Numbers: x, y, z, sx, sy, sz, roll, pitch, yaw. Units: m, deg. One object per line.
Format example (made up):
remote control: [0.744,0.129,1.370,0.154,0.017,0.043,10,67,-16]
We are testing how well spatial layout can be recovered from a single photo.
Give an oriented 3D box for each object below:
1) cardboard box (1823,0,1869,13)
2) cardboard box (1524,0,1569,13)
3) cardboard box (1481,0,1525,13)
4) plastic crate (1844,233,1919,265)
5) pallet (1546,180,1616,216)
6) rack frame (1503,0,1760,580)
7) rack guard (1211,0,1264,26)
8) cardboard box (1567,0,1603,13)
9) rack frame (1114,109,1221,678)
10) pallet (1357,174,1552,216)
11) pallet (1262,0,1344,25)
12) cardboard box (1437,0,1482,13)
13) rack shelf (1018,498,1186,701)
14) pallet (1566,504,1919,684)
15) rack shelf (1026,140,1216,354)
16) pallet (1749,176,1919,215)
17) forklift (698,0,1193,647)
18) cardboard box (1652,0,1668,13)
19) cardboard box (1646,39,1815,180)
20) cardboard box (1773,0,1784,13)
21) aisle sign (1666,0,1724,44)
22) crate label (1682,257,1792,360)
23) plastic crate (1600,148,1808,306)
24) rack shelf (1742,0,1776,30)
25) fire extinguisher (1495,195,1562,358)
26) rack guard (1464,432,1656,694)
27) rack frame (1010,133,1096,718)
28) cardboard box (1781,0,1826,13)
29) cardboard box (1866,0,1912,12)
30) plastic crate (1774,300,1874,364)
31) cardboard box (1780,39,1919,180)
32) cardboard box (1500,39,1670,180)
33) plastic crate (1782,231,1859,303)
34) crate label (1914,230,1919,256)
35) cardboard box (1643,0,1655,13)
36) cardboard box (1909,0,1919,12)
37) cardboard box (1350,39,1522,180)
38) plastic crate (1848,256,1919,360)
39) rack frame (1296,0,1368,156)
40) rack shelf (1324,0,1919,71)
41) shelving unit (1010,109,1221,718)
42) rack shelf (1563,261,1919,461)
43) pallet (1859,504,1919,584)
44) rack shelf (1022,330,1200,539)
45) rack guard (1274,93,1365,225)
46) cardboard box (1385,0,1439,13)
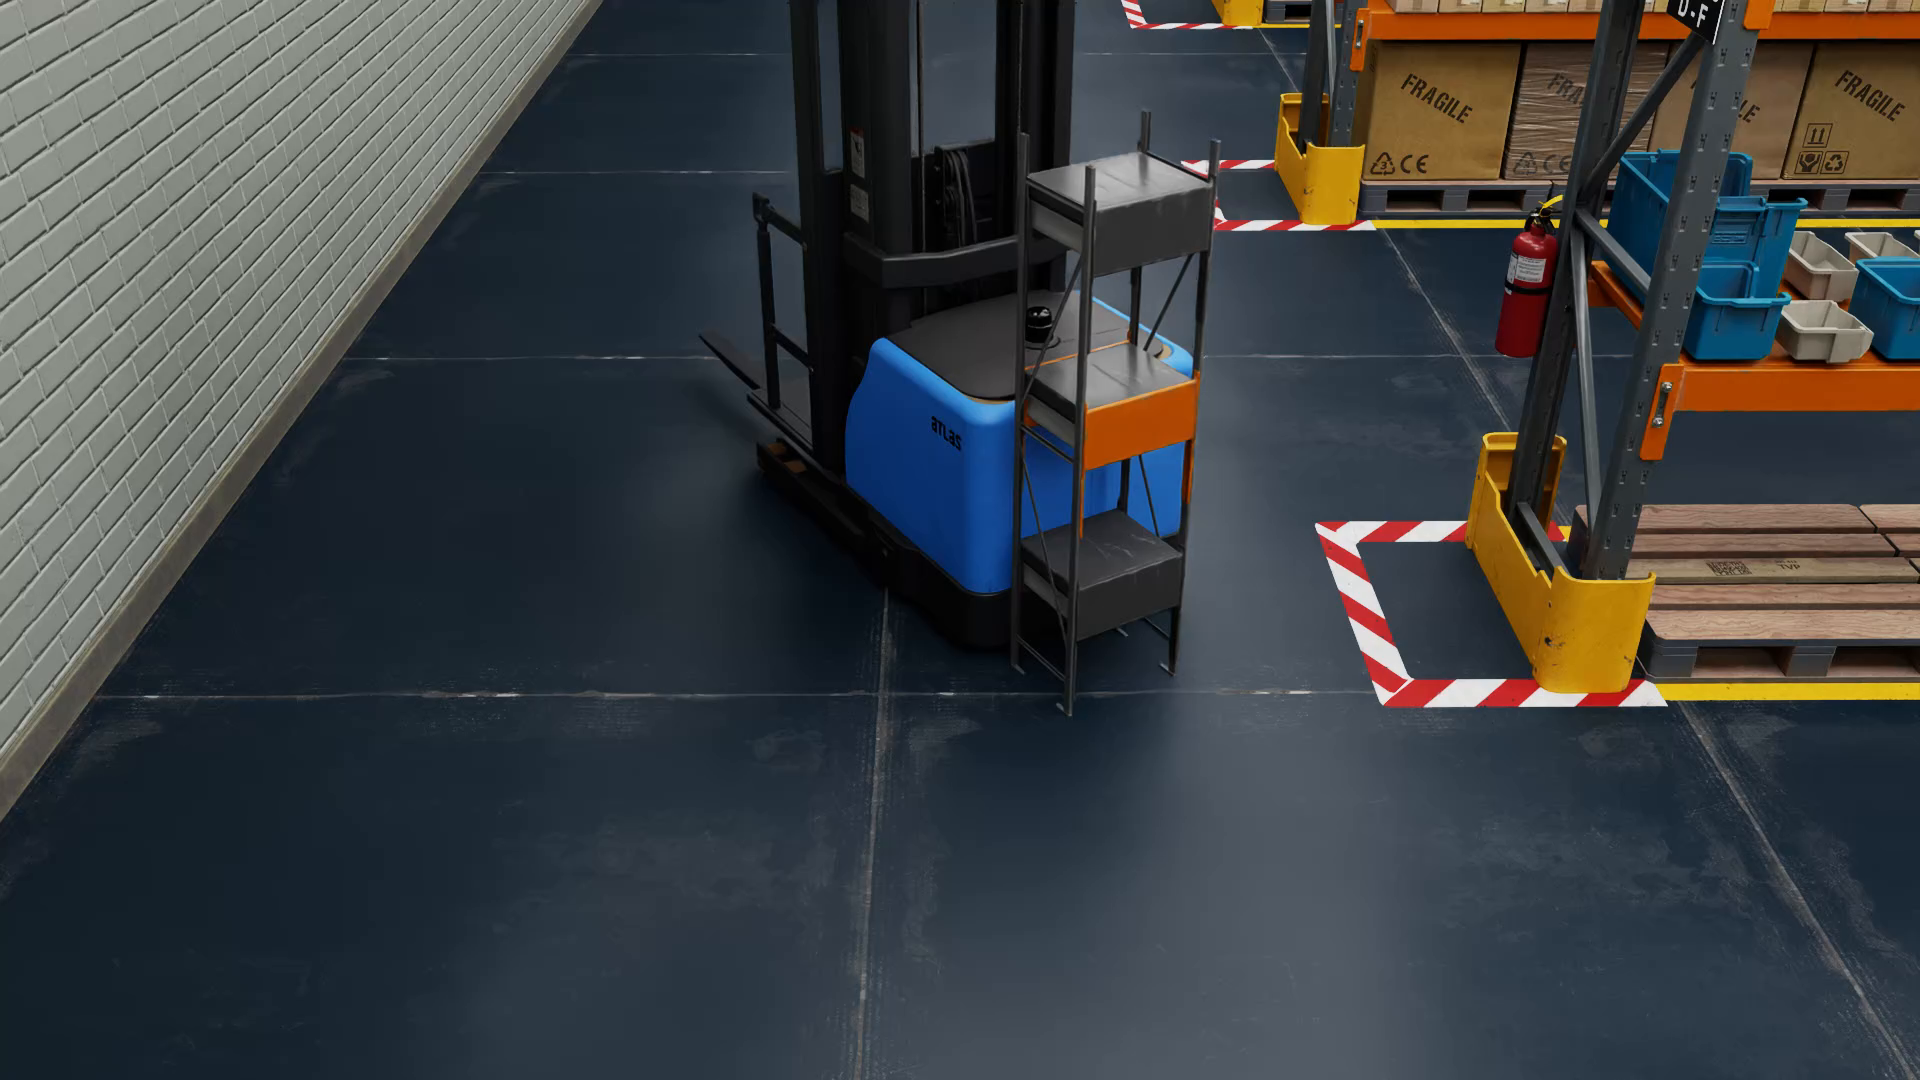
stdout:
cardboard box: [5.291,-3.313,10.061,0.250,0.149,0.380,0,31,1]
cardboard box: [3.496,-3.308,10.053,0.250,0.149,0.380,-1,31,-1]
cardboard box: [3.235,-3.307,10.050,0.250,0.149,0.380,-1,31,-1]
plastic crate: [3.500,-1.015,6.228,0.243,0.136,0.396,0,31,0]
pallet: [4.382,-2.435,11.059,1.213,0.211,1.003,0,31,0]
rack frame: [2.396,-1.012,6.027,0.127,3.000,1.000,0,31,0]
rack guard: [2.513,-5.086,15.151,0.348,0.500,1.175,0,31,0]
cardboard box: [3.750,-3.308,10.053,0.250,0.149,0.380,-1,31,-1]
rack frame: [0.721,-0.459,5.982,0.015,2.100,0.400,-18,35,-26]
pallet: [3.165,-2.432,11.056,1.213,0.211,1.003,0,31,0]
pallet: [3.325,-4.947,15.200,1.213,0.211,1.003,0,31,0]
cardboard box: [2.979,-3.306,10.049,0.250,0.149,0.380,-1,31,-1]
rack shelf: [0.513,0.217,6.243,0.480,0.518,0.431,-18,35,-26]
pallet: [3.220,0.197,6.721,1.213,0.211,1.003,0,31,0]
rack shelf: [0.513,-0.980,5.517,0.480,0.518,0.431,-18,35,-26]
pallet: [5.605,-2.440,11.068,1.213,0.211,1.003,0,31,0]
forklift: [-0.282,-1.567,7.007,1.130,2.935,3.031,-18,35,-26]
cardboard box: [4.261,-3.310,10.055,0.250,0.149,0.380,-1,31,-2]
cardboard box: [4.805,-2.902,10.784,0.875,0.875,0.875,0,31,0]
cardboard box: [4.778,-3.312,10.058,0.250,0.149,0.380,-1,31,-1]
aisle sign: [2.325,-1.969,5.098,0.004,0.787,0.394,0,31,0]
crate label: [2.644,-0.796,5.774,0.303,0.233,0.416,0,31,0]
plastic crate: [2.729,-1.151,6.163,0.499,0.435,0.616,0,31,0]
rack shelf: [4.396,-1.993,5.446,4.000,0.370,1.077,0,31,0]
fire extinguisher: [2.242,-1.055,6.531,0.183,0.674,0.296,0,31,0]
rack guard: [2.372,0.063,6.664,0.348,0.500,1.175,0,31,0]
rack frame: [0.305,-0.327,5.765,0.015,2.100,0.400,-18,35,-26]
cardboard box: [5.034,-3.312,10.060,0.250,0.149,0.380,0,31,1]
cardboard box: [5.549,-3.314,10.063,0.250,0.149,0.380,-1,31,-1]
plastic crate: [2.966,-0.713,5.730,0.298,0.136,0.250,0,31,0]
cardboard box: [5.705,-2.905,10.789,0.875,0.875,0.875,0,31,0]
cardboard box: [3.915,-2.899,10.780,0.875,0.875,0.875,0,31,0]
plastic crate: [3.210,-1.022,6.239,0.243,0.136,0.396,0,31,0]
crate label: [3.778,-1.029,6.250,0.243,0.136,0.396,0,31,0]
cardboard box: [4.008,-3.309,10.055,0.250,0.149,0.380,0,31,-1]
cardboard box: [5.805,-3.315,10.064,0.250,0.149,0.380,0,31,1]
cardboard box: [3.005,-2.896,10.775,0.875,0.875,0.875,0,31,0]
plastic crate: [3.303,-0.798,5.778,0.300,0.233,0.416,0,31,0]
rack frame: [2.366,-3.582,10.261,0.127,3.000,1.000,0,31,0]
rack shelf: [4.366,-3.280,10.458,4.000,0.370,1.077,0,31,0]
shelving unit: [0.513,-0.393,5.873,0.503,2.100,0.431,-18,35,-26]
rack shelf: [4.396,-0.711,6.224,4.000,0.370,1.077,0,31,0]
pallet: [4.437,0.195,6.725,1.213,0.211,1.003,0,31,0]
rack shelf: [0.513,-0.381,5.880,0.480,0.518,0.431,-18,35,-26]
rack guard: [2.342,-2.513,10.910,0.348,0.500,1.175,0,31,0]
cardboard box: [2.723,-3.304,10.046,0.250,0.149,0.380,0,31,0]
